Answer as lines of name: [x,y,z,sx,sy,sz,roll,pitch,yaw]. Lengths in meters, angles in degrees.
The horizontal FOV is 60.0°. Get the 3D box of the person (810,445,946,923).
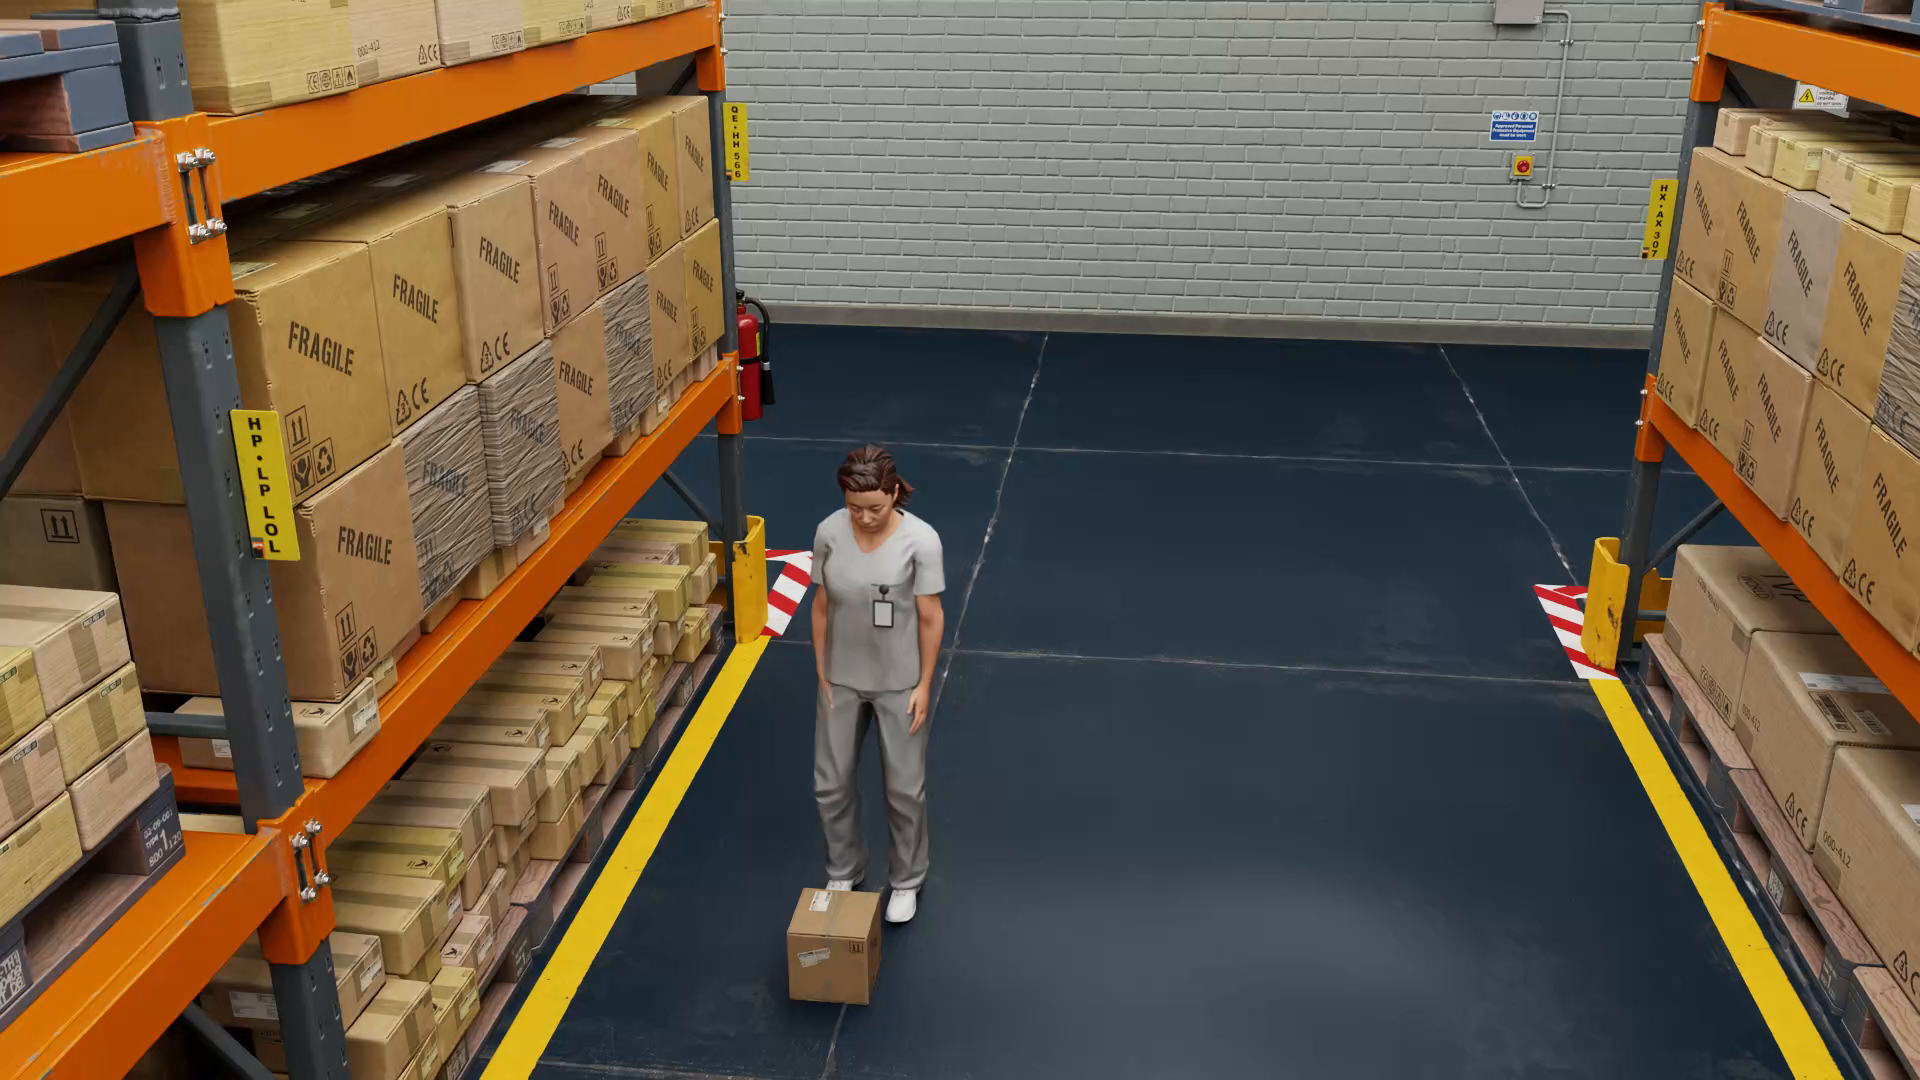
person: [-0.268,0.464,5.429,0.451,1.657,0.350,5,22,13]
